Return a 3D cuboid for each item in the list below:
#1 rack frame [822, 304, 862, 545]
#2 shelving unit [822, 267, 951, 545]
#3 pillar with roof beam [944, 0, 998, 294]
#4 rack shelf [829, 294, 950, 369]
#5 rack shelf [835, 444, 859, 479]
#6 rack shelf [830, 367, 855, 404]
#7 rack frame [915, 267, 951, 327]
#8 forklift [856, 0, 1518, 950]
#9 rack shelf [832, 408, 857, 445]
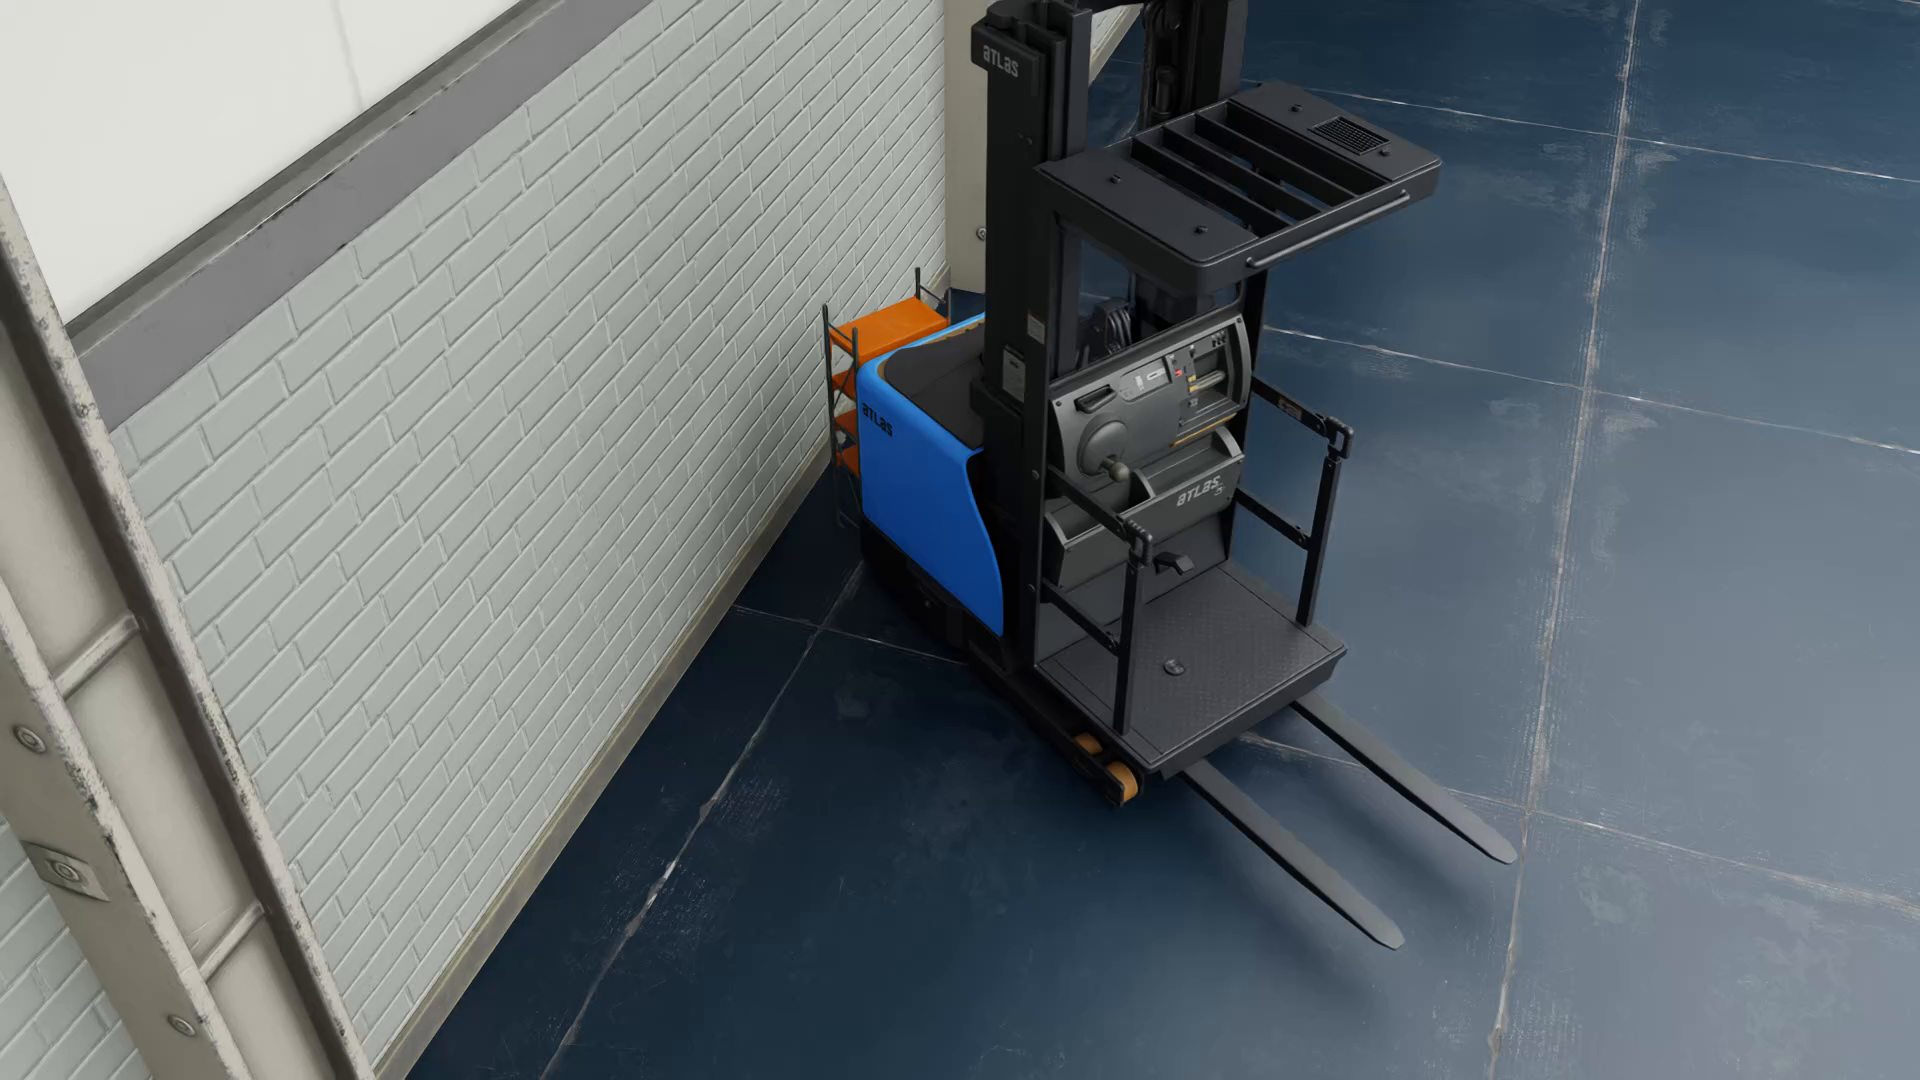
[{"bbox_3d":[-0.504,-0.479,7.340,0.015,1.200,0.240,-27,47,-28],"label":"rack frame"},{"bbox_3d":[-0.311,-0.576,7.454,0.503,1.200,0.258,-27,47,-28],"label":"shelving unit"},{"bbox_3d":[4.170,-3.986,5.443,9.100,9.000,0.400,13,42,15],"label":"pillar with roof beam"},{"bbox_3d":[-0.311,-0.875,7.199,0.480,0.148,0.258,-27,47,-28],"label":"rack shelf"},{"bbox_3d":[-0.311,-0.373,7.626,0.480,0.148,0.258,-27,47,-28],"label":"rack shelf"},{"bbox_3d":[-0.311,-0.695,7.352,0.480,0.148,0.258,-27,47,-28],"label":"rack shelf"},{"bbox_3d":[-0.118,-0.672,7.567,0.015,1.200,0.240,-27,47,-28],"label":"rack frame"},{"bbox_3d":[0.842,-0.451,5.973,1.130,2.935,3.031,-26,47,-27],"label":"forklift"},{"bbox_3d":[-0.311,-0.524,7.497,0.480,0.148,0.258,-27,47,-28],"label":"rack shelf"}]
